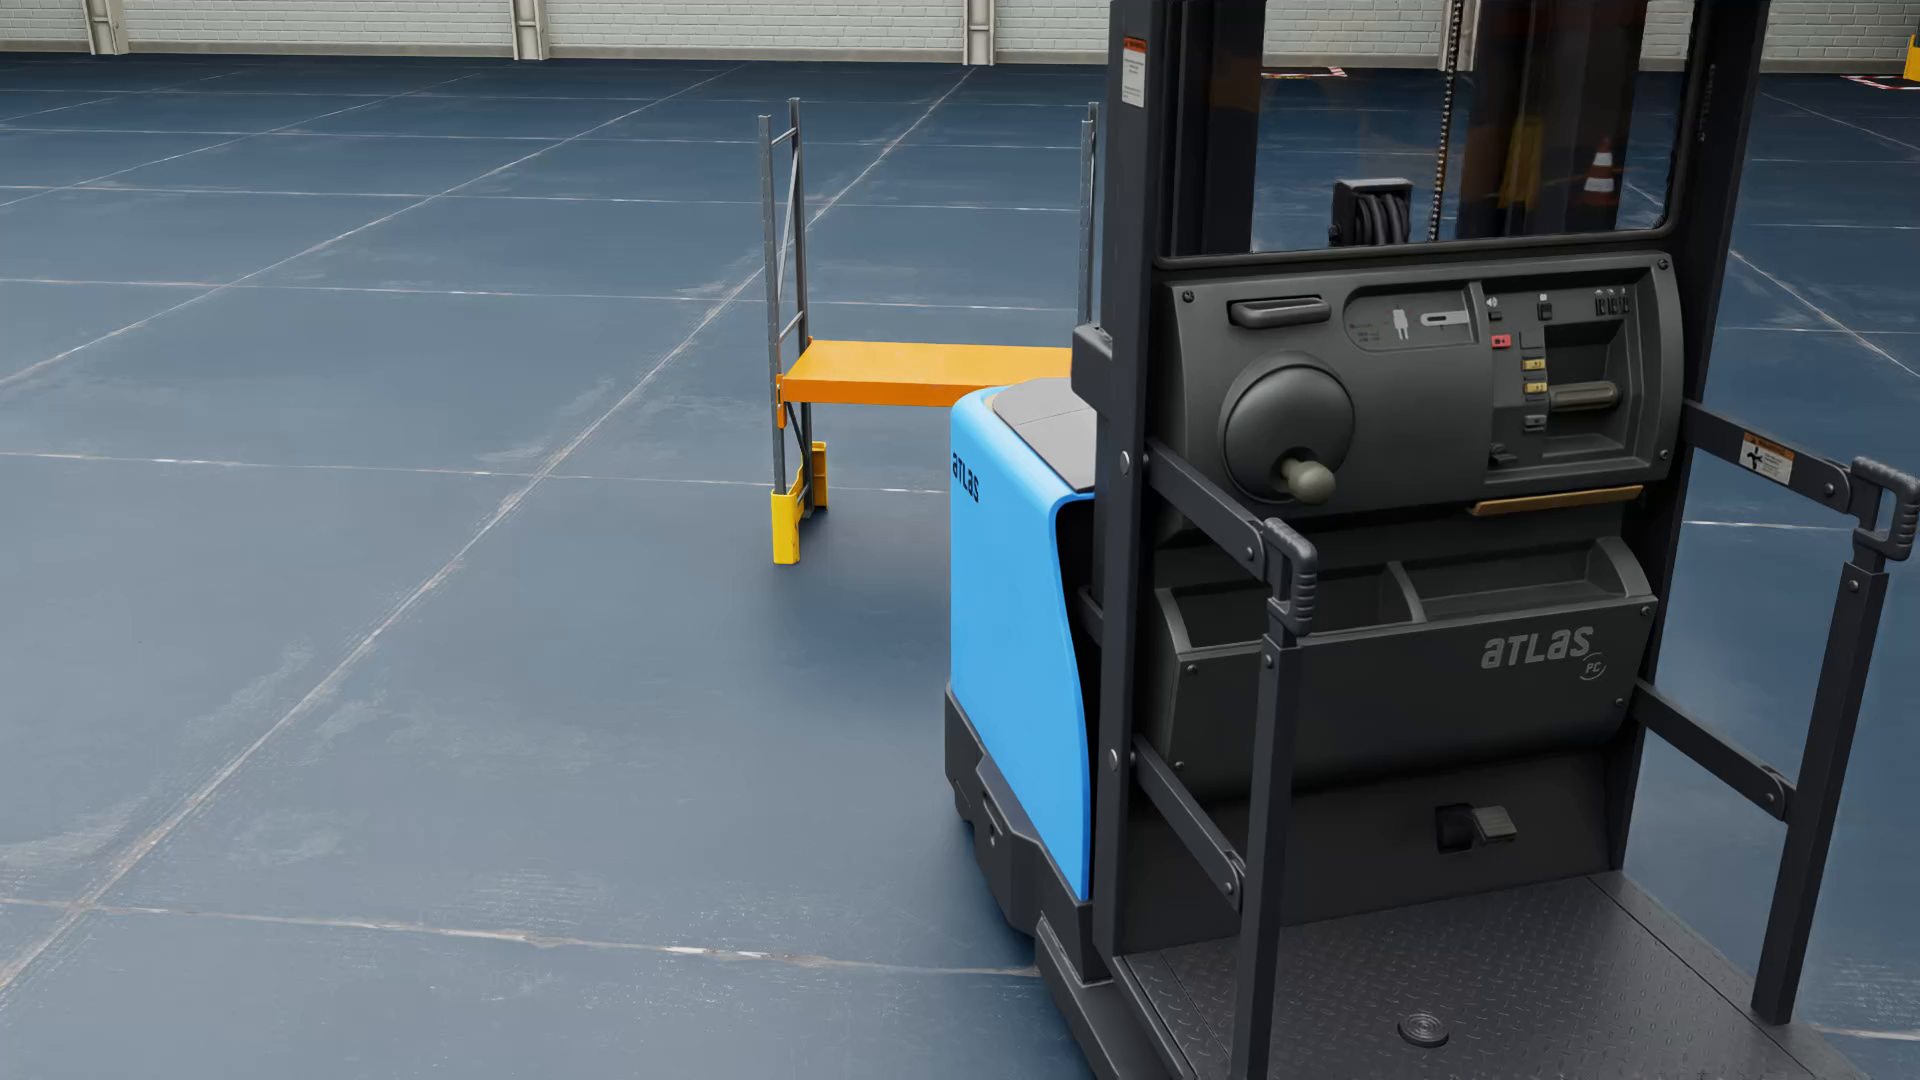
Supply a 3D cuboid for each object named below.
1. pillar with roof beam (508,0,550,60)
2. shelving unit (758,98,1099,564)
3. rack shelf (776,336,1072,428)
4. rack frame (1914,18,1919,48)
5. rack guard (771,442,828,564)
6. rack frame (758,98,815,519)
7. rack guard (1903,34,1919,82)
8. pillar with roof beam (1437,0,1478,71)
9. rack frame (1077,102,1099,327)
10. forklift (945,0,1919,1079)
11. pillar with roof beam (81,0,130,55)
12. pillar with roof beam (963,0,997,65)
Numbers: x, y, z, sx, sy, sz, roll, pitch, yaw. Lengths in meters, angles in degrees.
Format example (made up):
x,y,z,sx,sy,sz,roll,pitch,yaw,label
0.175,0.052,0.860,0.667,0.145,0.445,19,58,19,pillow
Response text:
x,y,z,sx,sy,sz,roll,pitch,yaw,label
-6.211,-9.037,16.559,0.400,9.000,9.100,2,22,6,pillar with roof beam
-0.076,-0.701,5.672,1.083,1.500,0.587,2,22,6,shelving unit
-0.085,-0.534,5.740,1.000,0.185,0.538,2,22,6,rack shelf
11.373,-6.755,18.945,0.127,3.000,1.000,2,22,6,rack frame
-0.570,-0.141,5.957,0.087,0.250,0.587,2,22,6,rack guard
-0.590,-0.723,5.729,0.032,1.500,0.500,2,22,6,rack frame
11.449,-5.589,19.396,0.348,0.500,1.175,2,22,6,rack guard
5.705,-8.518,15.245,0.400,9.000,9.100,2,22,6,pillar with roof beam
0.420,-0.679,5.618,0.032,1.500,0.500,2,22,6,rack frame
0.853,-0.249,2.584,1.130,2.935,3.031,-6,22,-15,forklift
-12.170,-9.297,17.215,0.400,9.000,9.100,2,22,6,pillar with roof beam
-0.253,-8.777,15.902,0.400,9.000,9.100,2,22,6,pillar with roof beam
